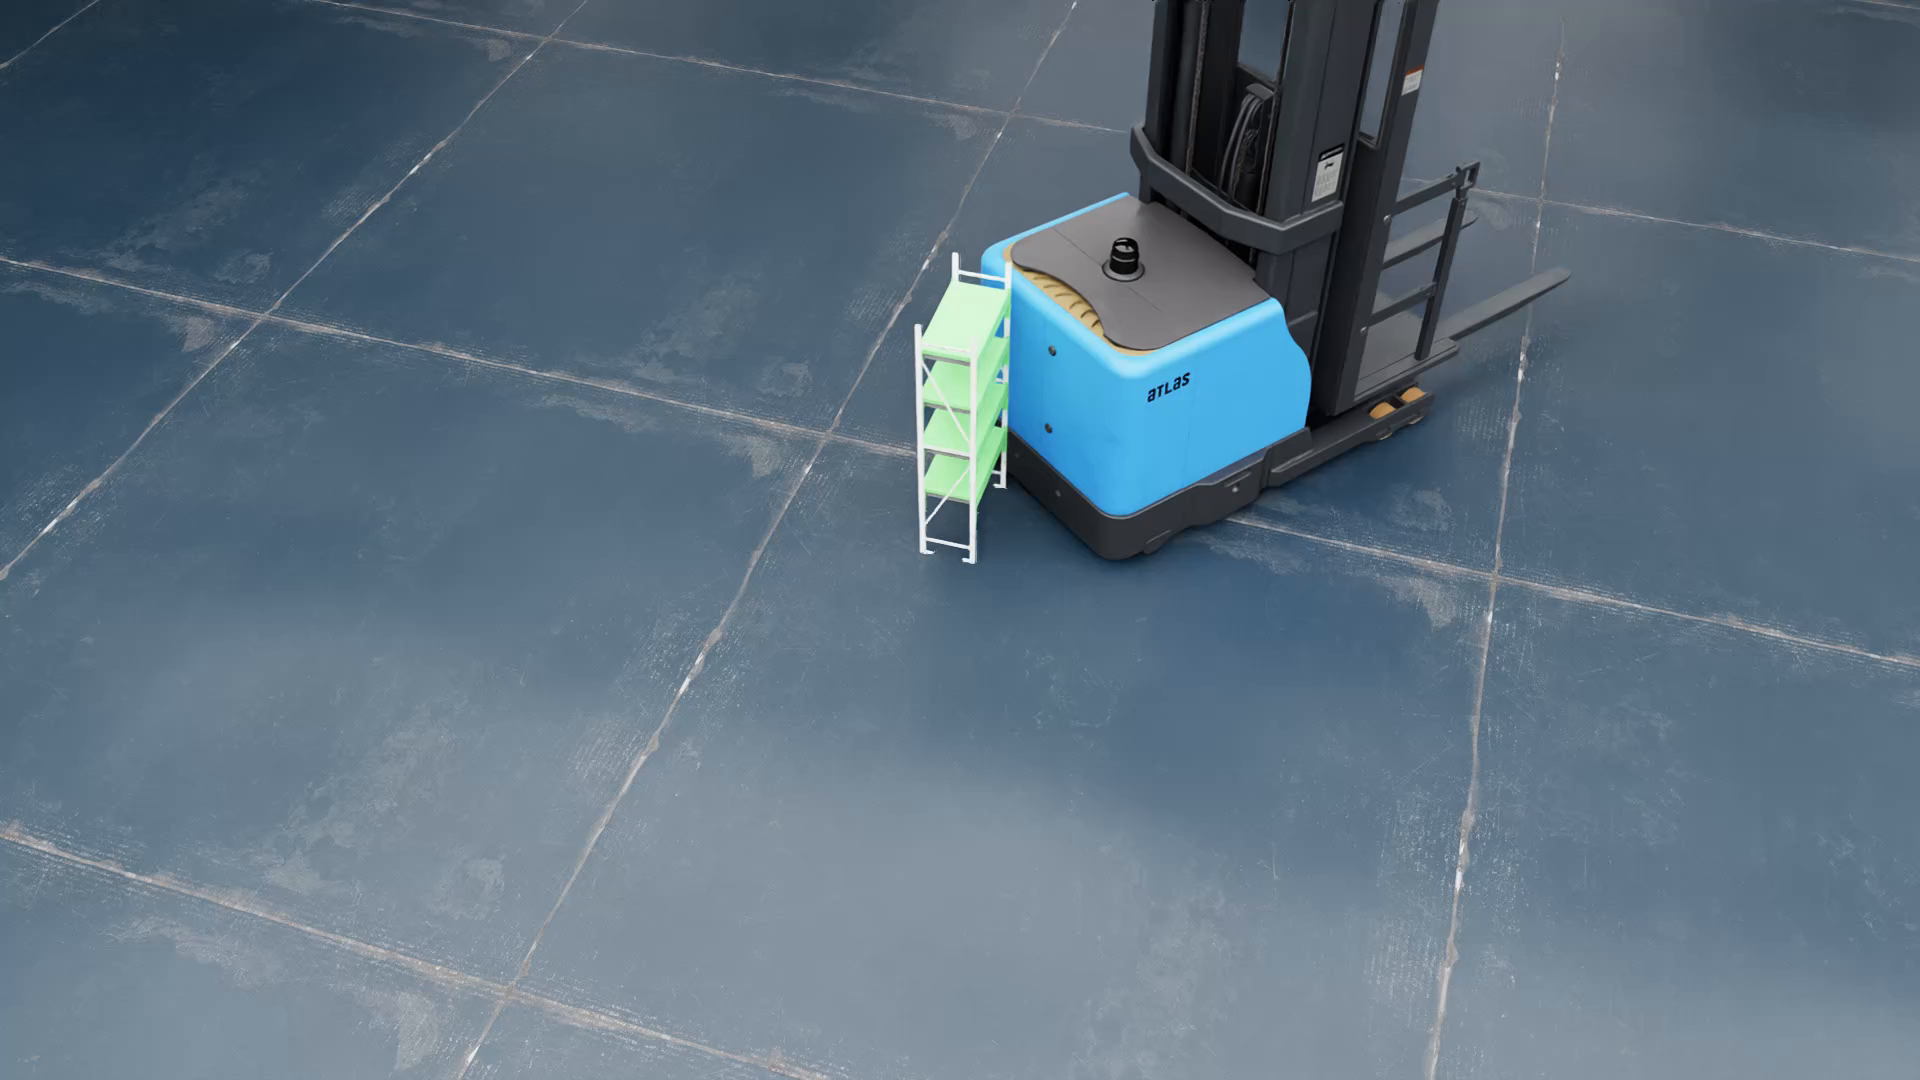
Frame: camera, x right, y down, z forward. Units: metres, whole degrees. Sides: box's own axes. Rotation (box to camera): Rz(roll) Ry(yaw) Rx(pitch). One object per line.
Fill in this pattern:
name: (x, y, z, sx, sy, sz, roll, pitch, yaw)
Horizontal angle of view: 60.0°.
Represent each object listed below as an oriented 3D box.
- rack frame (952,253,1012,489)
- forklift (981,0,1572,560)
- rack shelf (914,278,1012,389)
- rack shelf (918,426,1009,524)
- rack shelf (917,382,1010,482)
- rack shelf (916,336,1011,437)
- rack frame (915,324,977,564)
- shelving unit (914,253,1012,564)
rack frame: (0.087, -0.683, 6.989, 0.240, 1.200, 0.015, 12, 46, 12)
forklift: (1.574, -1.789, 6.881, 3.031, 2.935, 1.130, -26, 50, -24)
rack shelf: (0.017, -0.817, 6.531, 0.258, 0.148, 0.480, 12, 46, 12)
rack shelf: (0.017, -0.302, 7.034, 0.258, 0.148, 0.480, 12, 46, 12)
rack shelf: (0.017, -0.474, 6.867, 0.258, 0.148, 0.480, 12, 46, 12)
rack shelf: (0.017, -0.645, 6.699, 0.258, 0.148, 0.480, 12, 46, 12)
rack frame: (-0.053, -0.356, 6.655, 0.240, 1.200, 0.015, 12, 46, 12)
shelving unit: (0.017, -0.519, 6.822, 0.258, 1.200, 0.503, 12, 46, 12)
